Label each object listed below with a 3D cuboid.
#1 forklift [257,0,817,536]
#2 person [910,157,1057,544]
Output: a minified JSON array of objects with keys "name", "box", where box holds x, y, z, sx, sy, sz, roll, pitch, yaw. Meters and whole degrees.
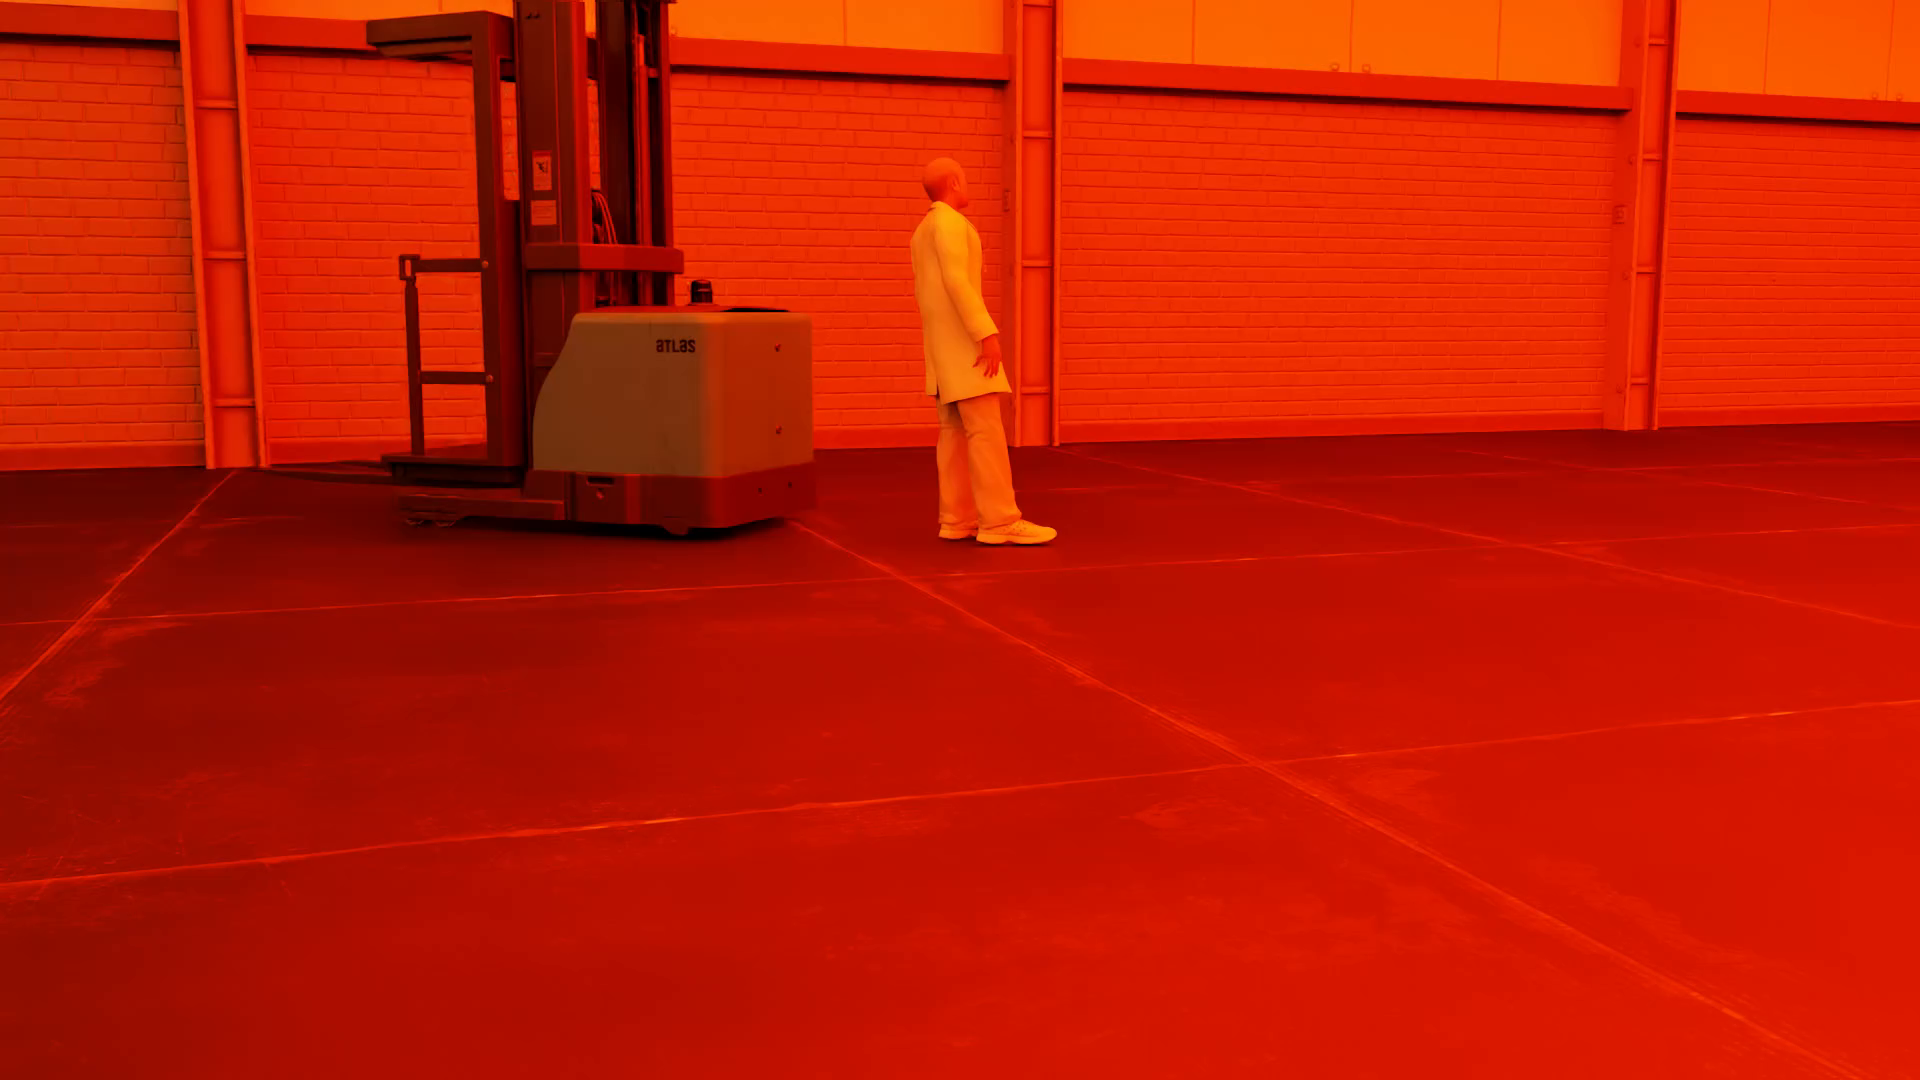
[{"name":"forklift","box":[-2.311,-1.575,8.632,3.031,2.935,1.130,3,8,22]},{"name":"person","box":[0.087,-0.891,7.828,0.580,1.776,0.698,-3,8,-18]}]
